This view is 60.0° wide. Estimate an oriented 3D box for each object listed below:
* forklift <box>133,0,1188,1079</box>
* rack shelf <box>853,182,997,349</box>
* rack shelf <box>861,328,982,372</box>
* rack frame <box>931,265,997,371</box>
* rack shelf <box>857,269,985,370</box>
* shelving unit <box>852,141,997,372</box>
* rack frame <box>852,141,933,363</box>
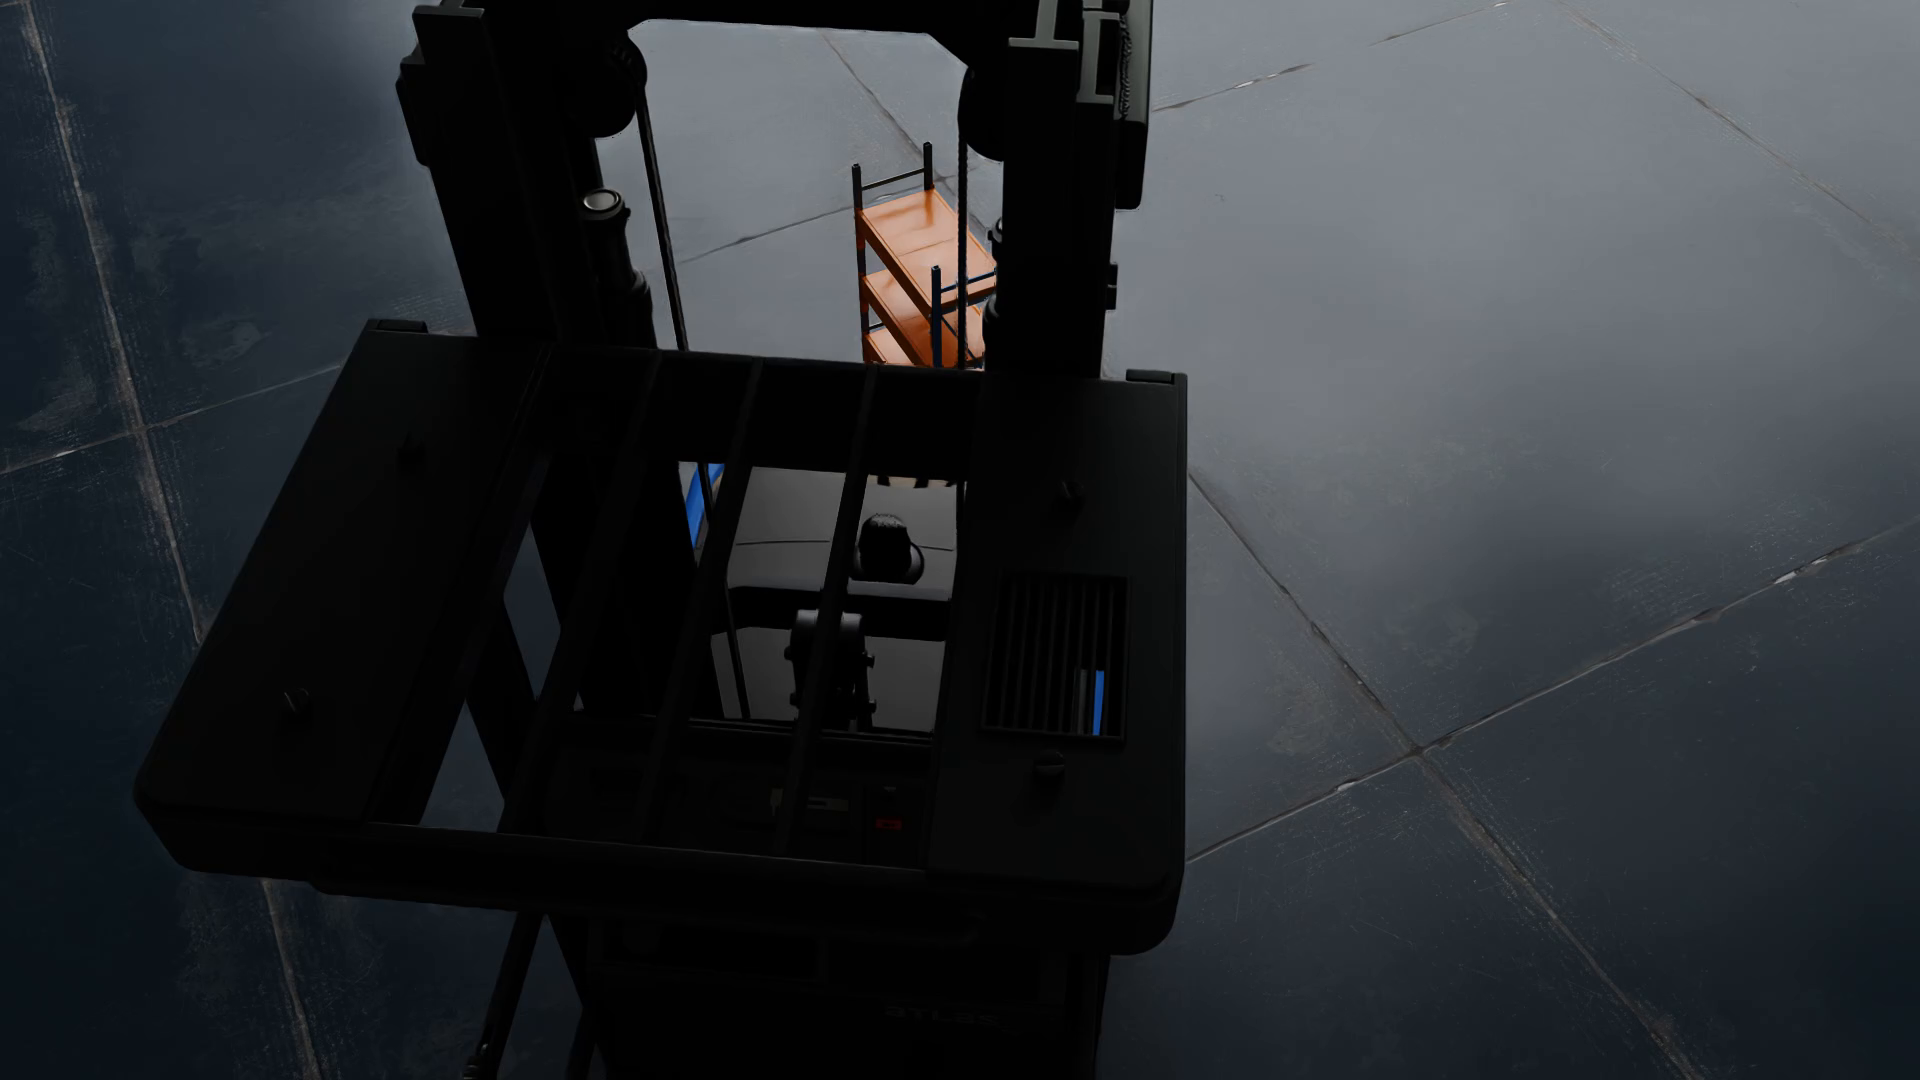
[{"bbox_3d":[-0.276,0.651,2.734,1.130,2.935,3.031,4,49,4],"label":"forklift"},{"bbox_3d":[-0.076,-0.765,4.599,0.258,0.148,0.480,-21,52,-18],"label":"rack shelf"},{"bbox_3d":[-0.076,-0.462,4.946,0.258,0.148,0.480,-21,52,-18],"label":"rack shelf"},{"bbox_3d":[0.036,-0.342,4.752,0.240,1.200,0.015,-21,52,-18],"label":"rack frame"},{"bbox_3d":[-0.076,-0.609,4.778,0.258,0.148,0.480,-21,52,-18],"label":"rack shelf"},{"bbox_3d":[-0.076,-0.506,4.895,0.258,1.200,0.503,-21,52,-18],"label":"shelving unit"},{"bbox_3d":[-0.187,-0.669,5.038,0.240,1.200,0.015,-21,52,-18],"label":"rack frame"}]
